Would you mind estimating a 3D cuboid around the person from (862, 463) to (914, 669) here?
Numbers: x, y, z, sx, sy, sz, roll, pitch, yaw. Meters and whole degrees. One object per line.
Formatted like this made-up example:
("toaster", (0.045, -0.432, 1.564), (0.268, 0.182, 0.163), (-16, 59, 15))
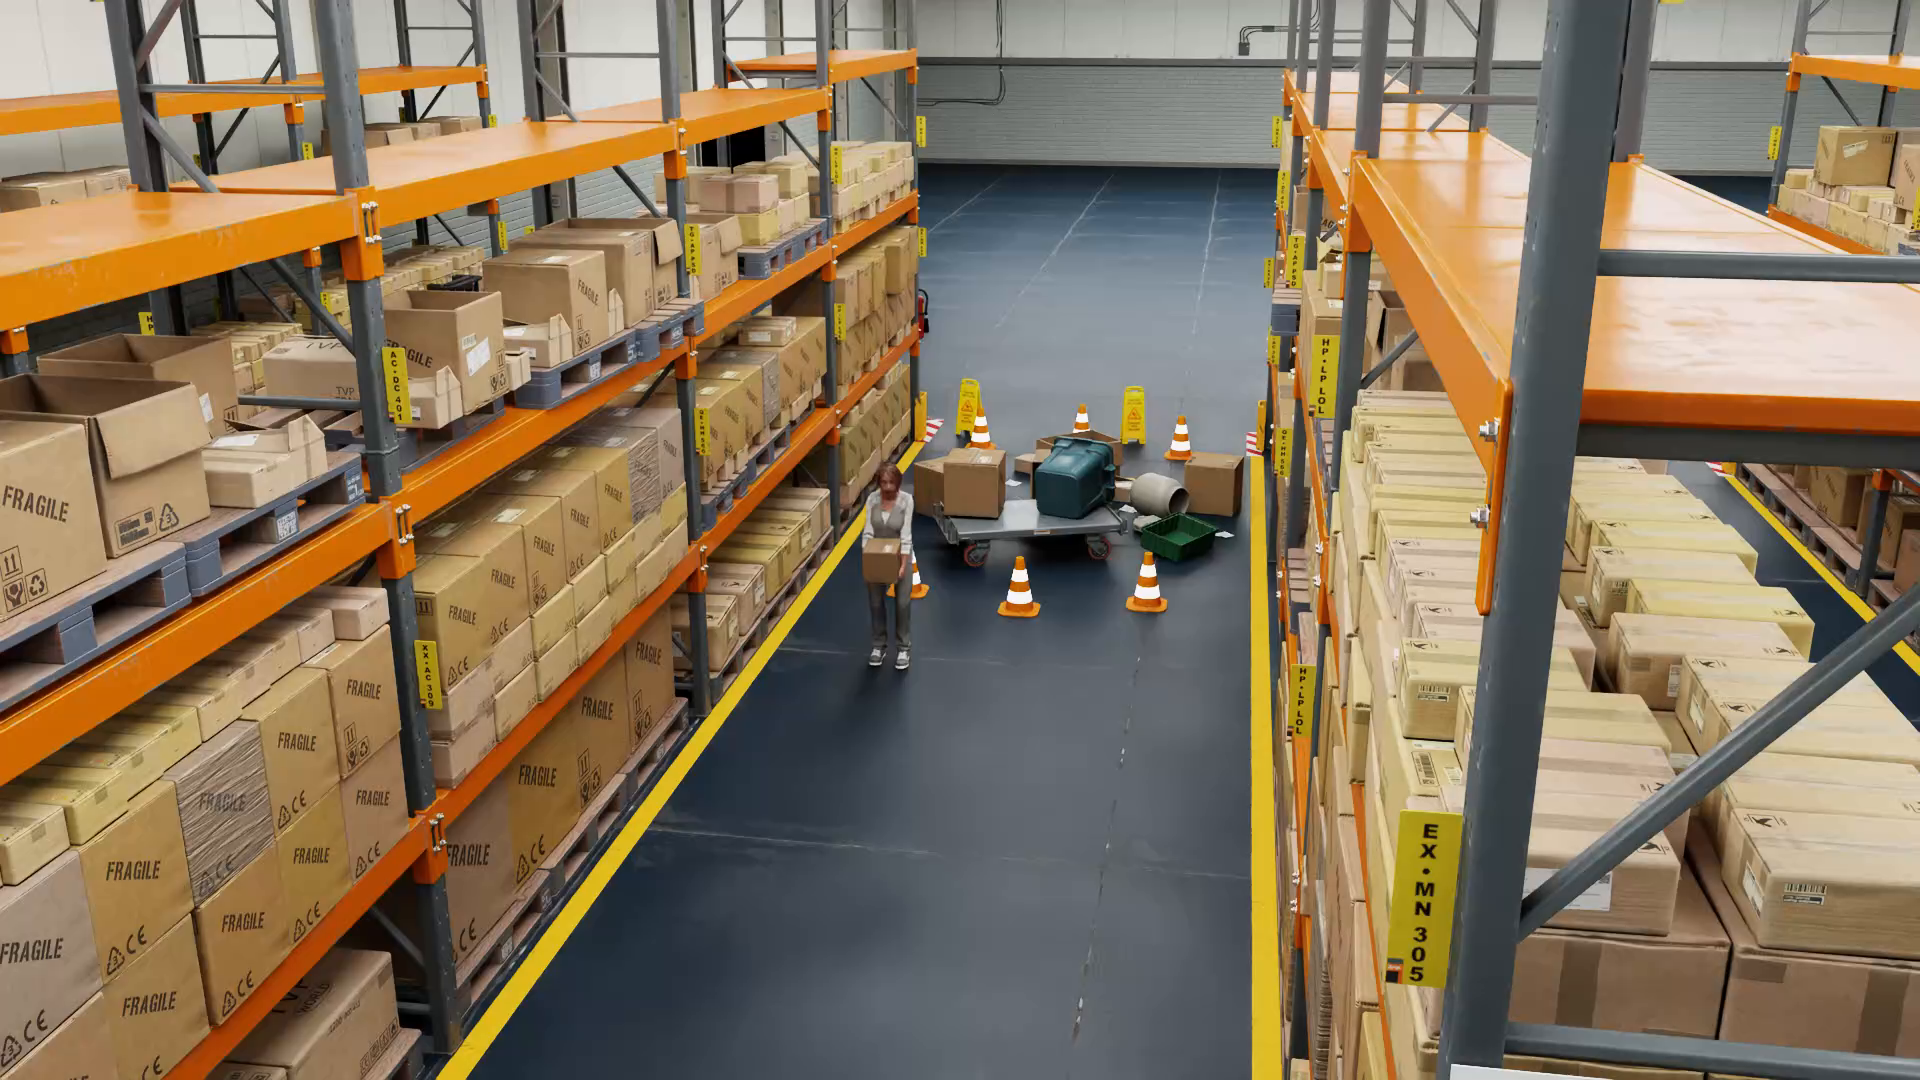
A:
("person", (-0.534, 0.201, 12.477), (0.374, 1.594, 0.513), (3, 18, 8))
